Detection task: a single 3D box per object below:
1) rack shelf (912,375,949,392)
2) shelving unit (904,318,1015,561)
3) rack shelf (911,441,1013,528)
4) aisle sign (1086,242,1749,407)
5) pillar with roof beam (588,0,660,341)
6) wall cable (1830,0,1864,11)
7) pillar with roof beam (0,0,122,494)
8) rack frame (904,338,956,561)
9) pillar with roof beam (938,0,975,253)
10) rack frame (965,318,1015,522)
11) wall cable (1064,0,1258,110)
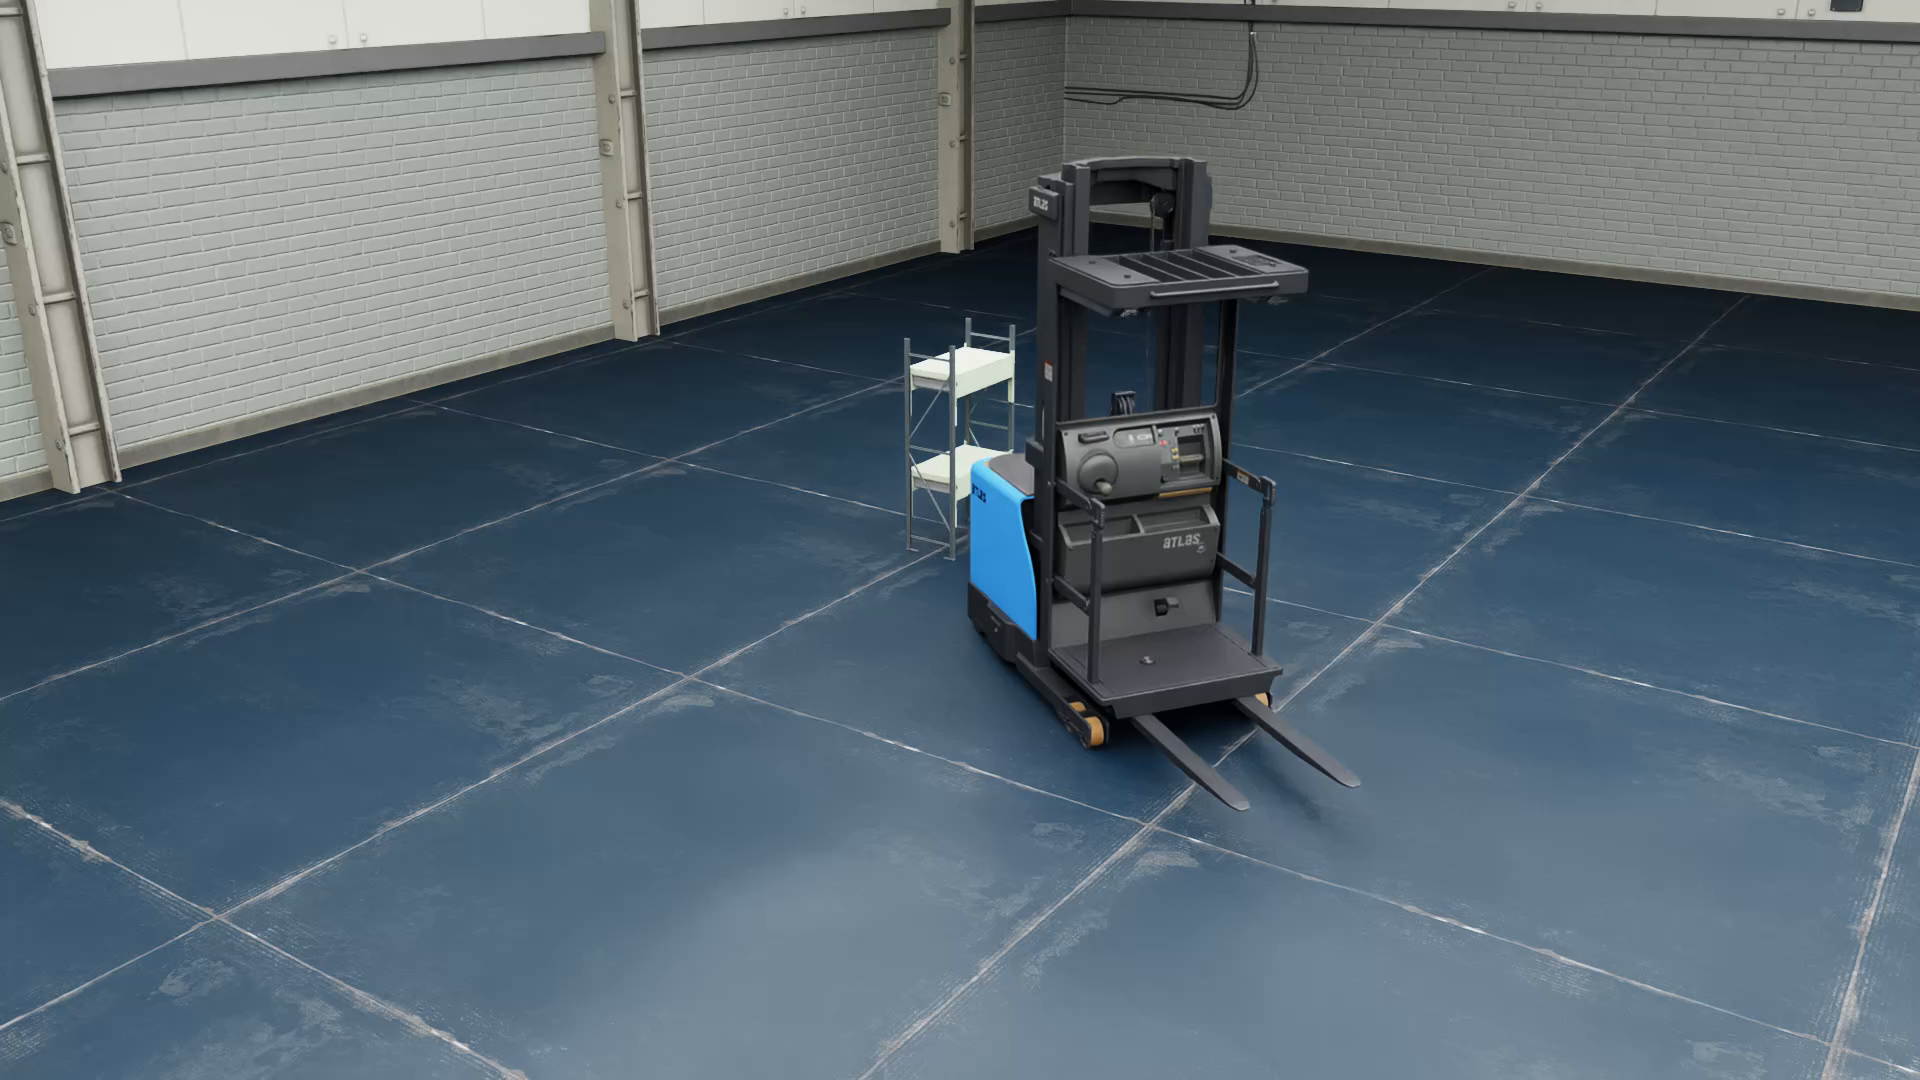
[{"bbox_3d":[0.004,-1.138,11.350,0.332,0.071,0.664,13,24,32],"label":"rack shelf"},{"bbox_3d":[-8.272,3.510,0.113,6.000,1.500,30.159,13,24,32],"label":"shelving unit"},{"bbox_3d":[-8.277,3.931,0.261,6.000,0.609,30.141,13,24,32],"label":"rack shelf"},{"bbox_3d":[5.174,-2.650,18.928,6.000,0.001,6.000,13,24,32],"label":"aisle sign"},{"bbox_3d":[0.139,-5.541,13.773,9.100,9.000,0.400,13,24,32],"label":"pillar with roof beam"},{"bbox_3d":[10.544,-8.428,16.677,2.305,6.003,0.169,13,24,32],"label":"wall cable"},{"bbox_3d":[-3.234,-3.819,9.119,9.100,9.000,0.400,13,24,32],"label":"pillar with roof beam"},{"bbox_3d":[-0.202,-0.600,11.226,0.400,1.500,0.023,13,24,32],"label":"rack frame"},{"bbox_3d":[0.782,-1.637,3.148,22.890,9.050,30.400,13,24,32],"label":"pillar with roof beam"},{"bbox_3d":[0.209,-0.810,11.794,0.400,1.500,0.023,13,24,32],"label":"rack frame"},{"bbox_3d":[2.701,-7.233,22.823,3.097,2.526,0.112,13,24,32],"label":"wall cable"}]
